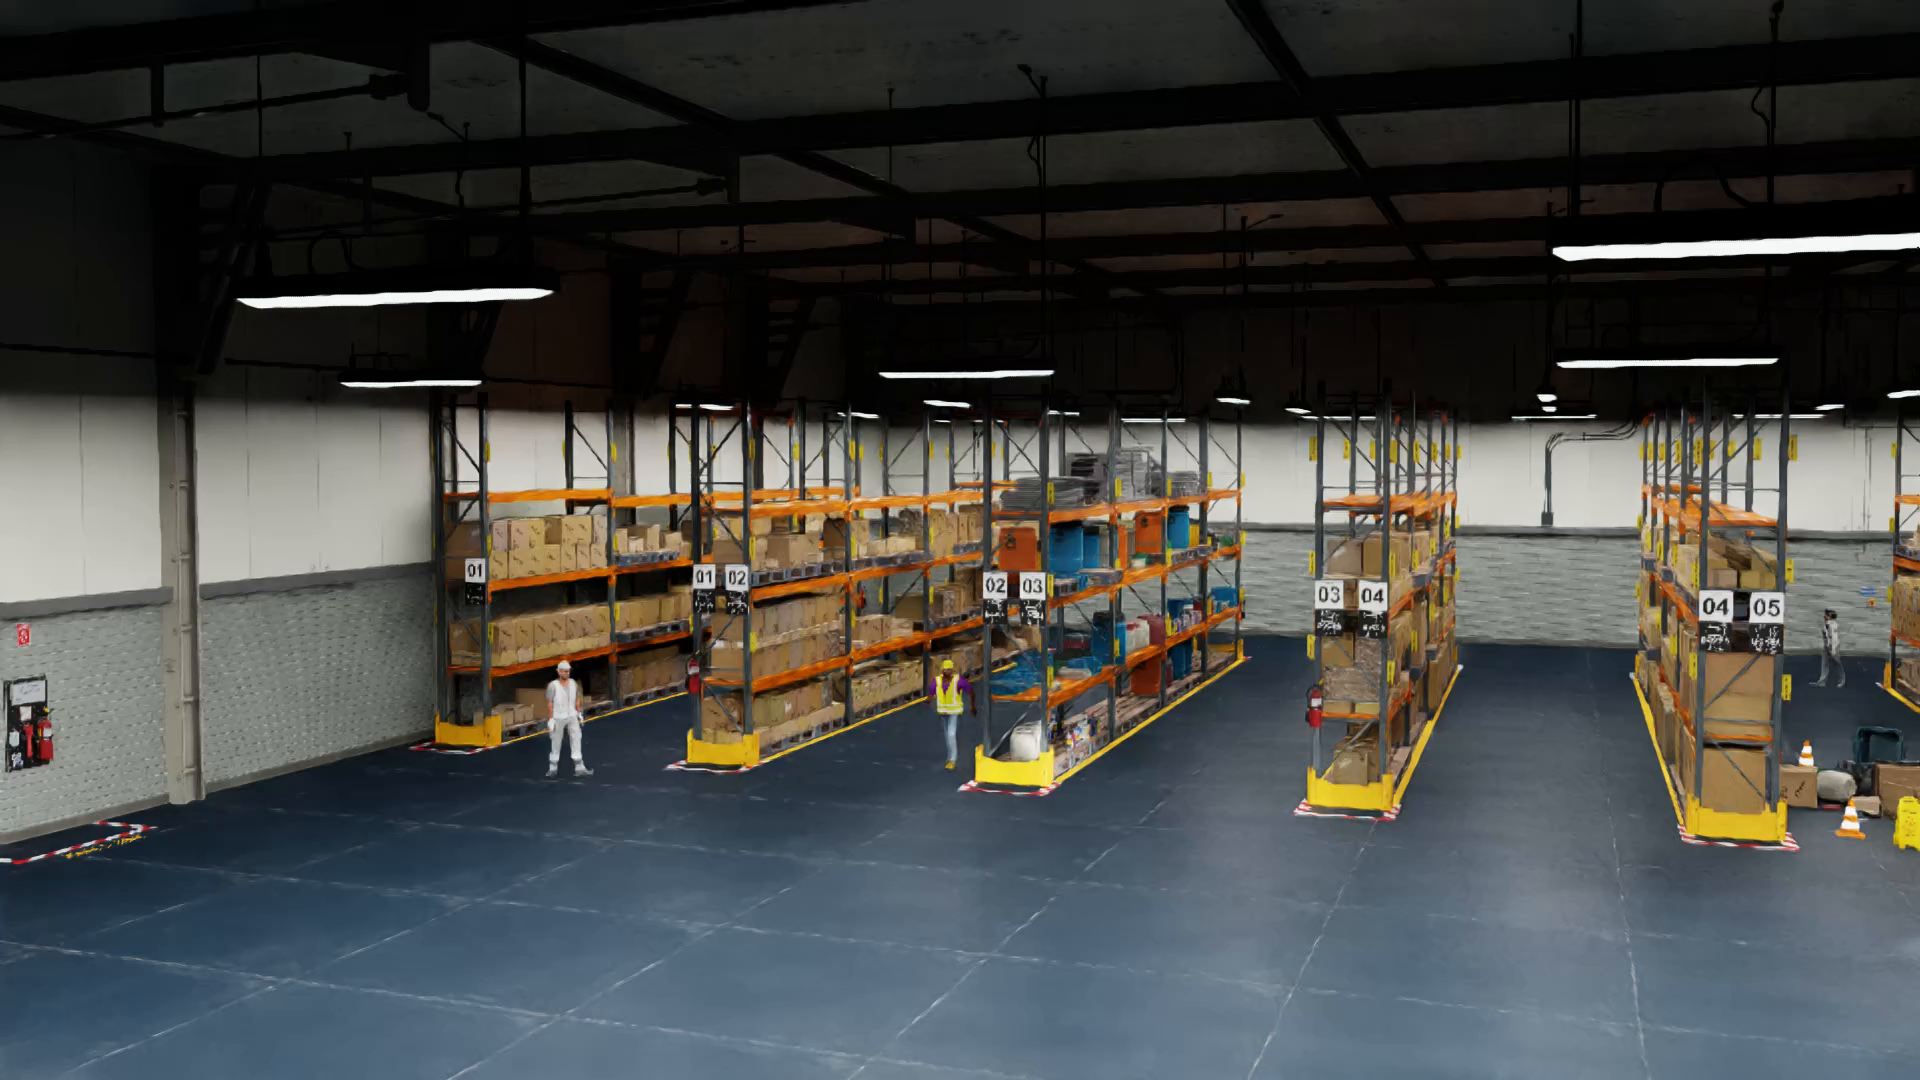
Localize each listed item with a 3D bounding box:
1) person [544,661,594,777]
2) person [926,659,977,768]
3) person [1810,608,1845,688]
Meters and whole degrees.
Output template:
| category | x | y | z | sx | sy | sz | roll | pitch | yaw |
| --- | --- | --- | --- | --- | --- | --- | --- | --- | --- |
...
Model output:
| category | x | y | z | sx | sy | sz | roll | pitch | yaw |
| --- | --- | --- | --- | --- | --- | --- | --- | --- | --- |
| person | -6.035 | 2.738 | 25.506 | 0.682 | 1.782 | 0.498 | -2 | 4 | -38 |
| person | -0.163 | 2.737 | 26.520 | 0.734 | 1.697 | 0.856 | 1 | 3 | 25 |
| person | 18.464 | 2.284 | 35.324 | 0.595 | 1.657 | 0.591 | 0 | 3 | 7 |
